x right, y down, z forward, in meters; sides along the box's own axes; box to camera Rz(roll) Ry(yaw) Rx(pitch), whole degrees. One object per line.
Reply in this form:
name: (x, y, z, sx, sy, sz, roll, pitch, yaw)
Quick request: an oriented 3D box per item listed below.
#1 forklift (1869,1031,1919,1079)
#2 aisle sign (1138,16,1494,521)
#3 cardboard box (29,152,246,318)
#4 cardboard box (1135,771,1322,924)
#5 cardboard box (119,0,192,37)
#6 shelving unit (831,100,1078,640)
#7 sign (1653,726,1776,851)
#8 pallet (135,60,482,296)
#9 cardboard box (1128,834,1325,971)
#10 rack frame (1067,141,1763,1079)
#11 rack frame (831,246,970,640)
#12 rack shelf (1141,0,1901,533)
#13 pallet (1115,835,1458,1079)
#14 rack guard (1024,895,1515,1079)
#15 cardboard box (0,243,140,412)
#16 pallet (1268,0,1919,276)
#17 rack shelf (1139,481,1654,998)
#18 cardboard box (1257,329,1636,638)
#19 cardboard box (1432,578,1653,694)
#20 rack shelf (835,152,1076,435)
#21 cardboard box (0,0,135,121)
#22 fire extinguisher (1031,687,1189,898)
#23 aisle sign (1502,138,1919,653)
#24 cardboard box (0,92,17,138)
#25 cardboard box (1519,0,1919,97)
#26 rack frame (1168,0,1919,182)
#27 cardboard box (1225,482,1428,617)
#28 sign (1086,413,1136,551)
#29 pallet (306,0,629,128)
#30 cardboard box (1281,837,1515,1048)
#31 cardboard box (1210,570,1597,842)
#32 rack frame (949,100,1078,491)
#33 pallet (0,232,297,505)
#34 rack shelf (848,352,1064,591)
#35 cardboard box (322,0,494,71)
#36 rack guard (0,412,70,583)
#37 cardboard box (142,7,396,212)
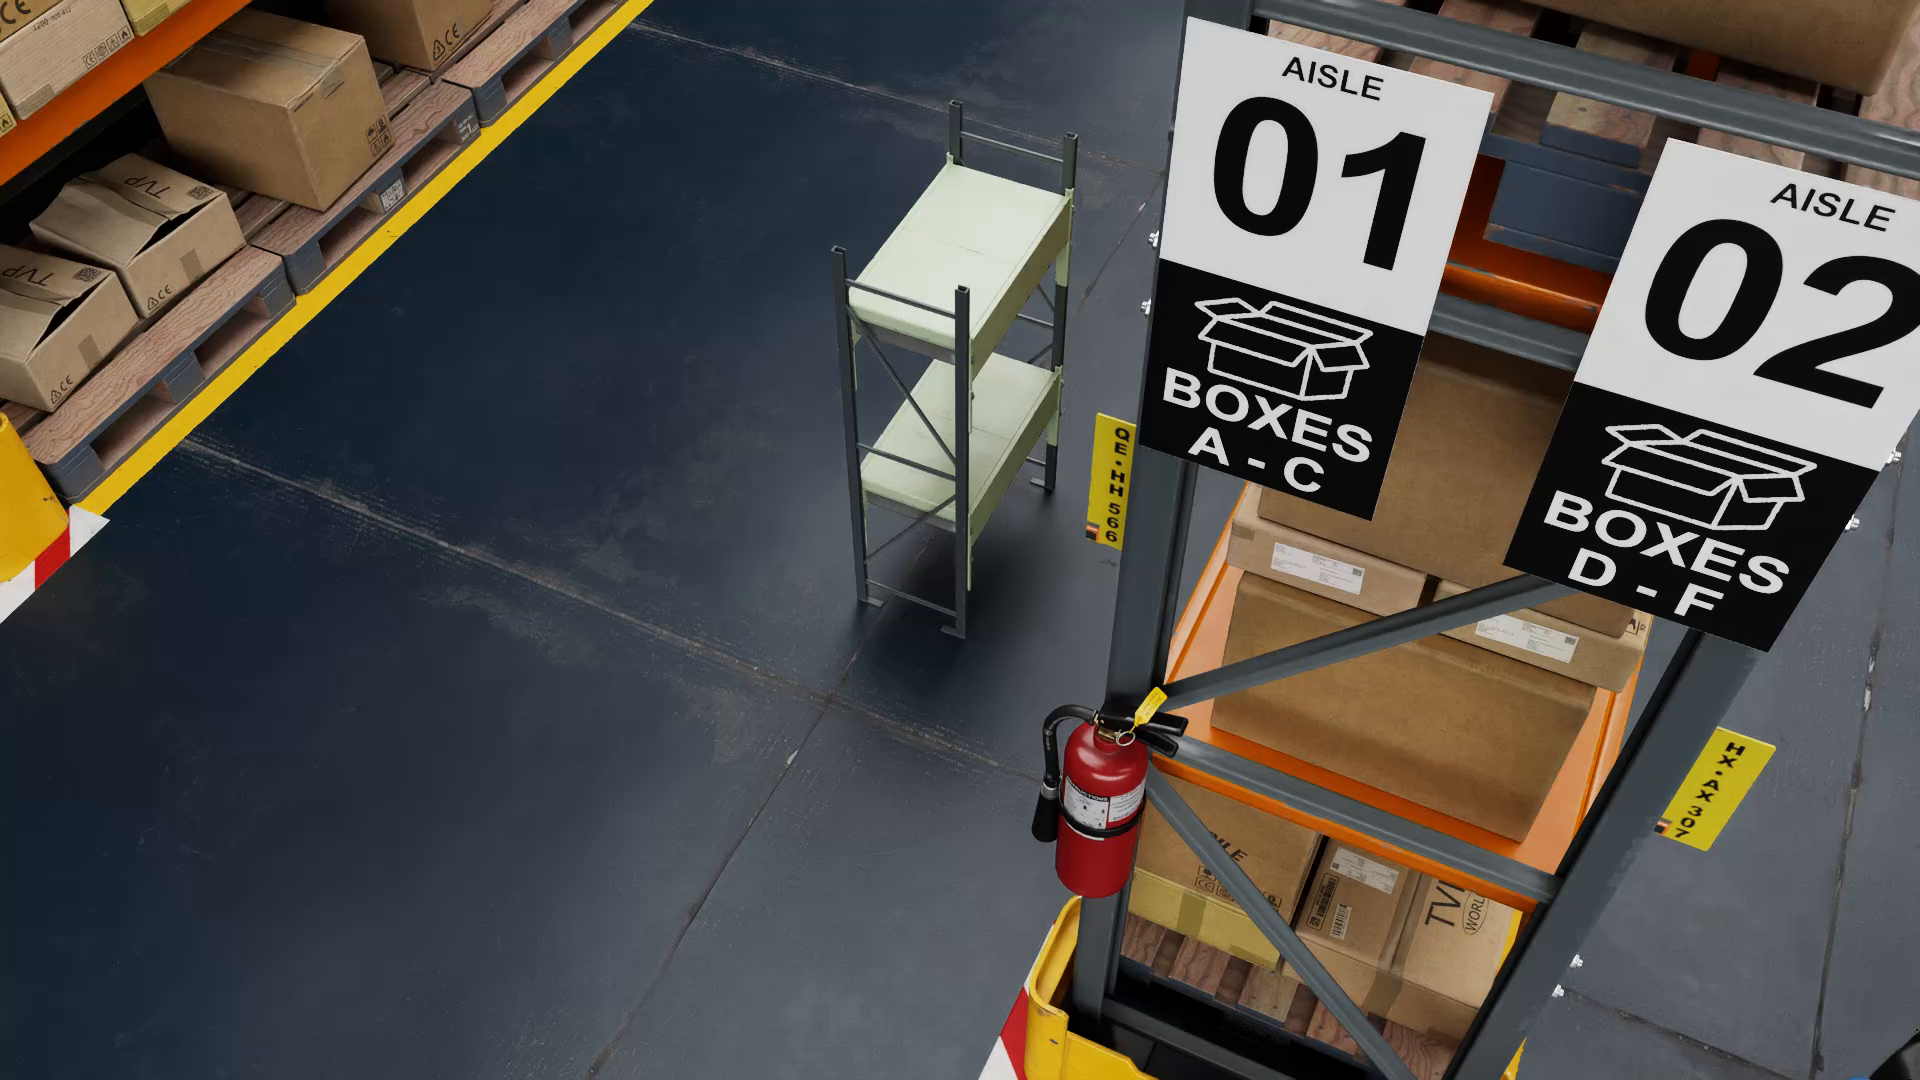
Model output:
forklift: (2.599, 0.992, 2.981, 3.031, 2.935, 1.130, -20, 52, -16)
aisle sign: (0.470, -0.349, 2.371, 0.394, 0.787, 0.004, 20, 52, 16)
cardboard box: (-3.097, -1.177, 6.258, 0.500, 0.311, 0.500, 24, 54, 19)
cardboard box: (0.723, 0.589, 4.316, 0.500, 0.500, 0.500, 20, 52, 16)
cardboard box: (-2.790, -1.967, 5.540, 0.500, 0.250, 0.500, 19, 52, 16)
shelving unit: (-0.003, -0.481, 5.175, 0.431, 1.500, 0.755, 20, 52, 16)
sign: (1.263, 0.422, 2.801, 0.100, 0.325, 0.005, 20, 52, 16)
pallet: (-2.783, -1.599, 6.972, 1.003, 0.211, 1.213, 20, 52, 16)
cardboard box: (0.725, 0.833, 4.601, 0.500, 0.250, 0.500, 20, 52, 16)
rack frame: (0.763, 0.544, 3.318, 1.000, 3.000, 0.127, 20, 52, 16)
rack frame: (-0.159, -0.229, 4.960, 0.400, 1.500, 0.023, 20, 52, 16)
rack shelf: (1.618, -1.573, 3.621, 1.077, 0.370, 4.000, 20, 52, 16)
pallet: (1.052, 0.907, 4.840, 1.003, 0.211, 1.213, 20, 52, 16)
rack guard: (0.753, 1.370, 4.256, 1.175, 0.500, 0.348, 20, 52, 16)
cardboard box: (-3.340, -0.784, 5.924, 0.500, 0.311, 0.500, 14, 51, 12)
pallet: (1.089, -0.878, 2.616, 1.003, 0.211, 1.213, 20, 52, 16)
rack shelf: (1.618, -0.600, 4.764, 1.077, 0.370, 4.000, 20, 52, 16)
cardboard box: (0.997, -0.263, 3.087, 0.700, 0.500, 0.500, 20, 52, 16)
cardboard box: (1.126, 0.101, 3.203, 0.380, 0.149, 0.250, 19, 52, 16)
rack shelf: (-0.003, -0.734, 4.878, 0.431, 0.370, 0.720, 20, 52, 16)
cardboard box: (-3.013, -1.618, 5.243, 0.500, 0.250, 0.500, 18, 52, 15)
fire extinguisher: (0.293, 0.499, 3.407, 0.296, 0.674, 0.183, 20, 52, 16)
aisle sign: (1.012, -0.154, 2.205, 0.394, 0.787, 0.004, 20, 52, 16)
cardboard box: (-3.222, -1.256, 4.935, 0.500, 0.250, 0.500, 18, 52, 15)
cardboard box: (1.013, -1.038, 2.259, 0.797, 0.503, 0.637, 23, 53, 18)
rack frame: (0.763, -1.401, 1.033, 1.000, 3.000, 0.127, 20, 52, 16)
cardboard box: (0.754, -0.024, 3.309, 0.380, 0.149, 0.250, 19, 52, 15)
sign: (0.279, -0.095, 2.945, 0.100, 0.325, 0.005, 20, 52, 16)
pallet: (-2.263, -2.442, 7.690, 1.003, 0.211, 1.213, 20, 52, 16)
cardboard box: (1.194, 1.002, 4.458, 0.500, 0.250, 0.500, 20, 52, 16)
cardboard box: (0.974, 0.194, 3.550, 0.700, 0.500, 0.500, 20, 52, 16)
rack frame: (0.154, -0.733, 5.389, 0.400, 1.500, 0.023, 20, 52, 16)
pallet: (-3.306, -0.762, 6.260, 1.003, 0.211, 1.213, 20, 52, 16)
rack shelf: (-0.003, -0.270, 5.423, 0.431, 0.370, 0.720, 20, 52, 16)
cardboard box: (-2.415, -2.425, 7.196, 0.500, 0.500, 0.500, 16, 52, 13)
rack guard: (-3.685, -0.308, 5.684, 1.175, 0.500, 0.348, 20, 52, 16)
cardboard box: (-2.738, -1.727, 6.602, 0.700, 0.500, 0.500, 17, 52, 14)
